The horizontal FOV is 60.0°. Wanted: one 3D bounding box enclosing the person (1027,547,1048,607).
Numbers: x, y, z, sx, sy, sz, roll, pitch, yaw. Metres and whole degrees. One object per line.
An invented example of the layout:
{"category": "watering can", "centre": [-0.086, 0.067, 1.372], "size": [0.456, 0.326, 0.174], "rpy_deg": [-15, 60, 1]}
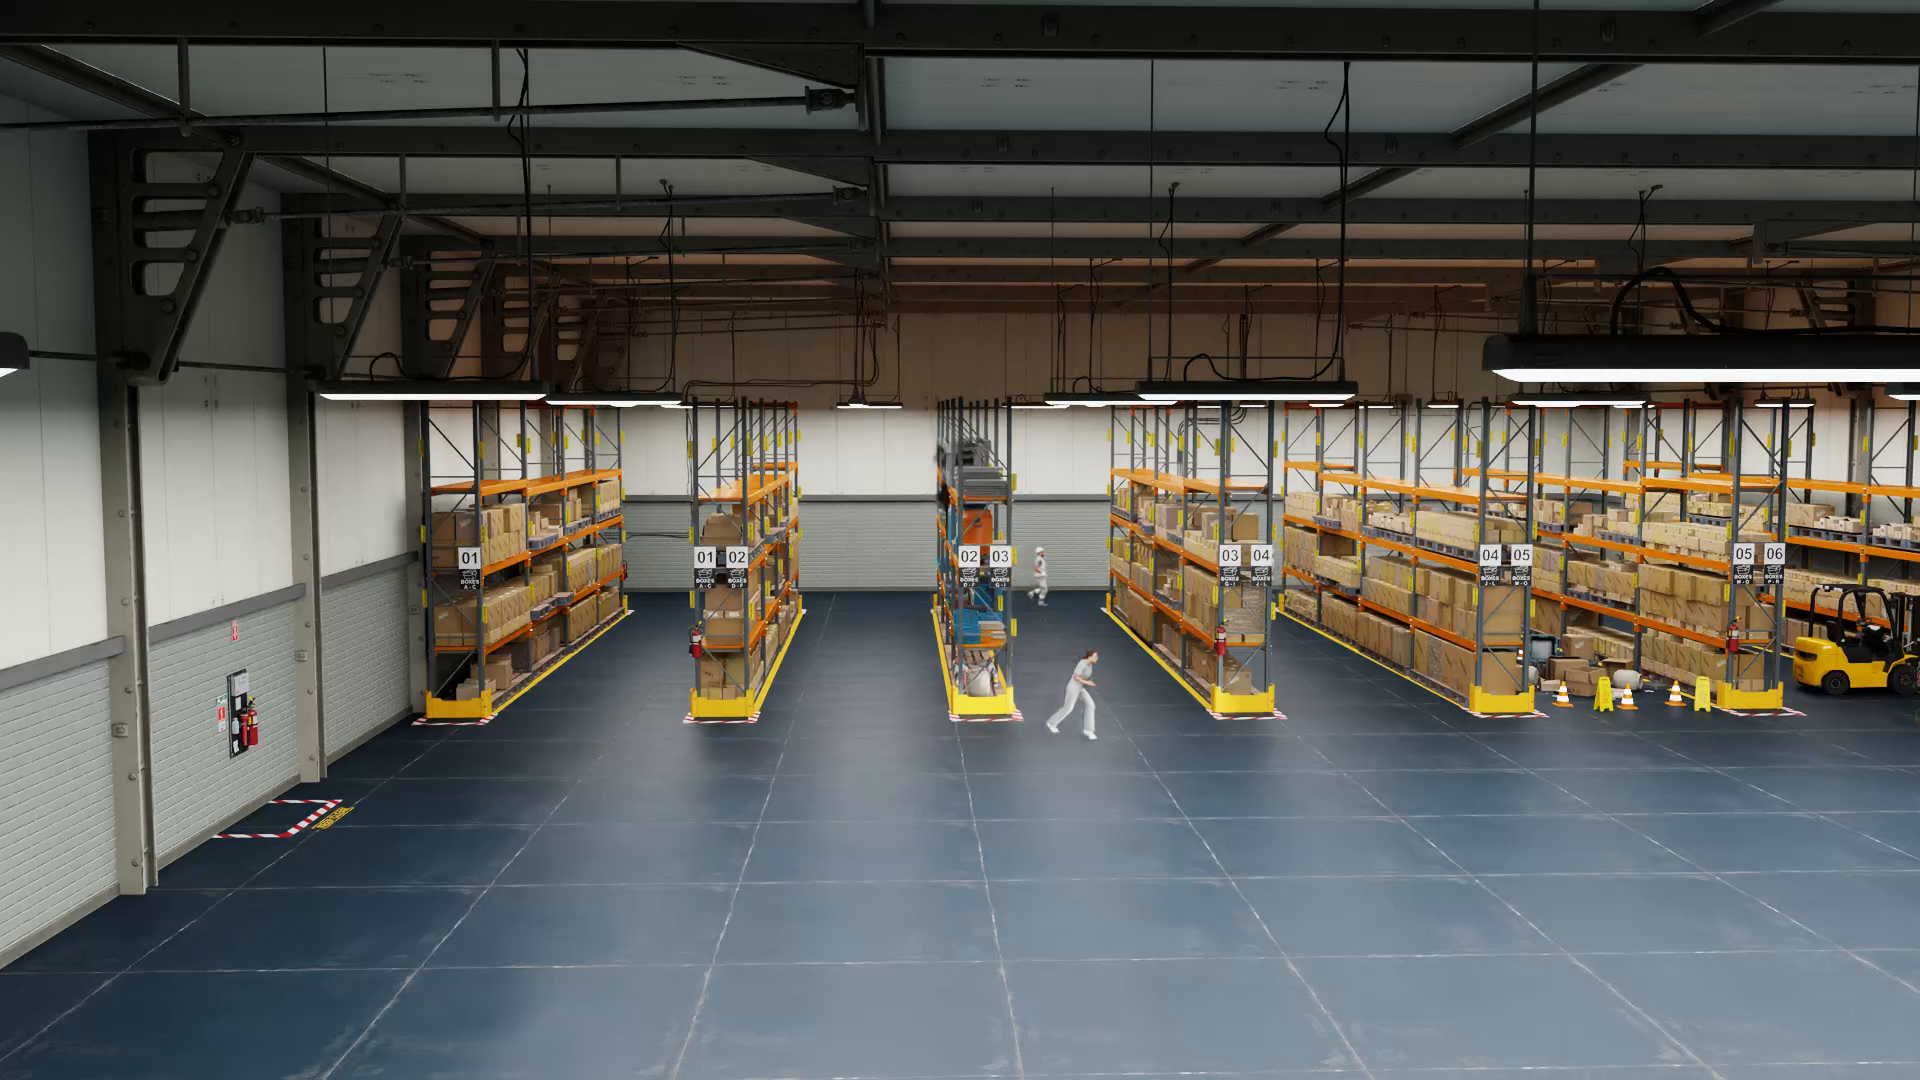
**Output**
{"category": "person", "centre": [2.281, 1.084, 48.828], "size": [0.637, 1.740, 0.679], "rpy_deg": [1, 4, 9]}

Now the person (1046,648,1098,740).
{"category": "person", "centre": [1.975, 2.691, 29.242], "size": [0.972, 1.626, 0.605], "rpy_deg": [2, 5, 23]}
